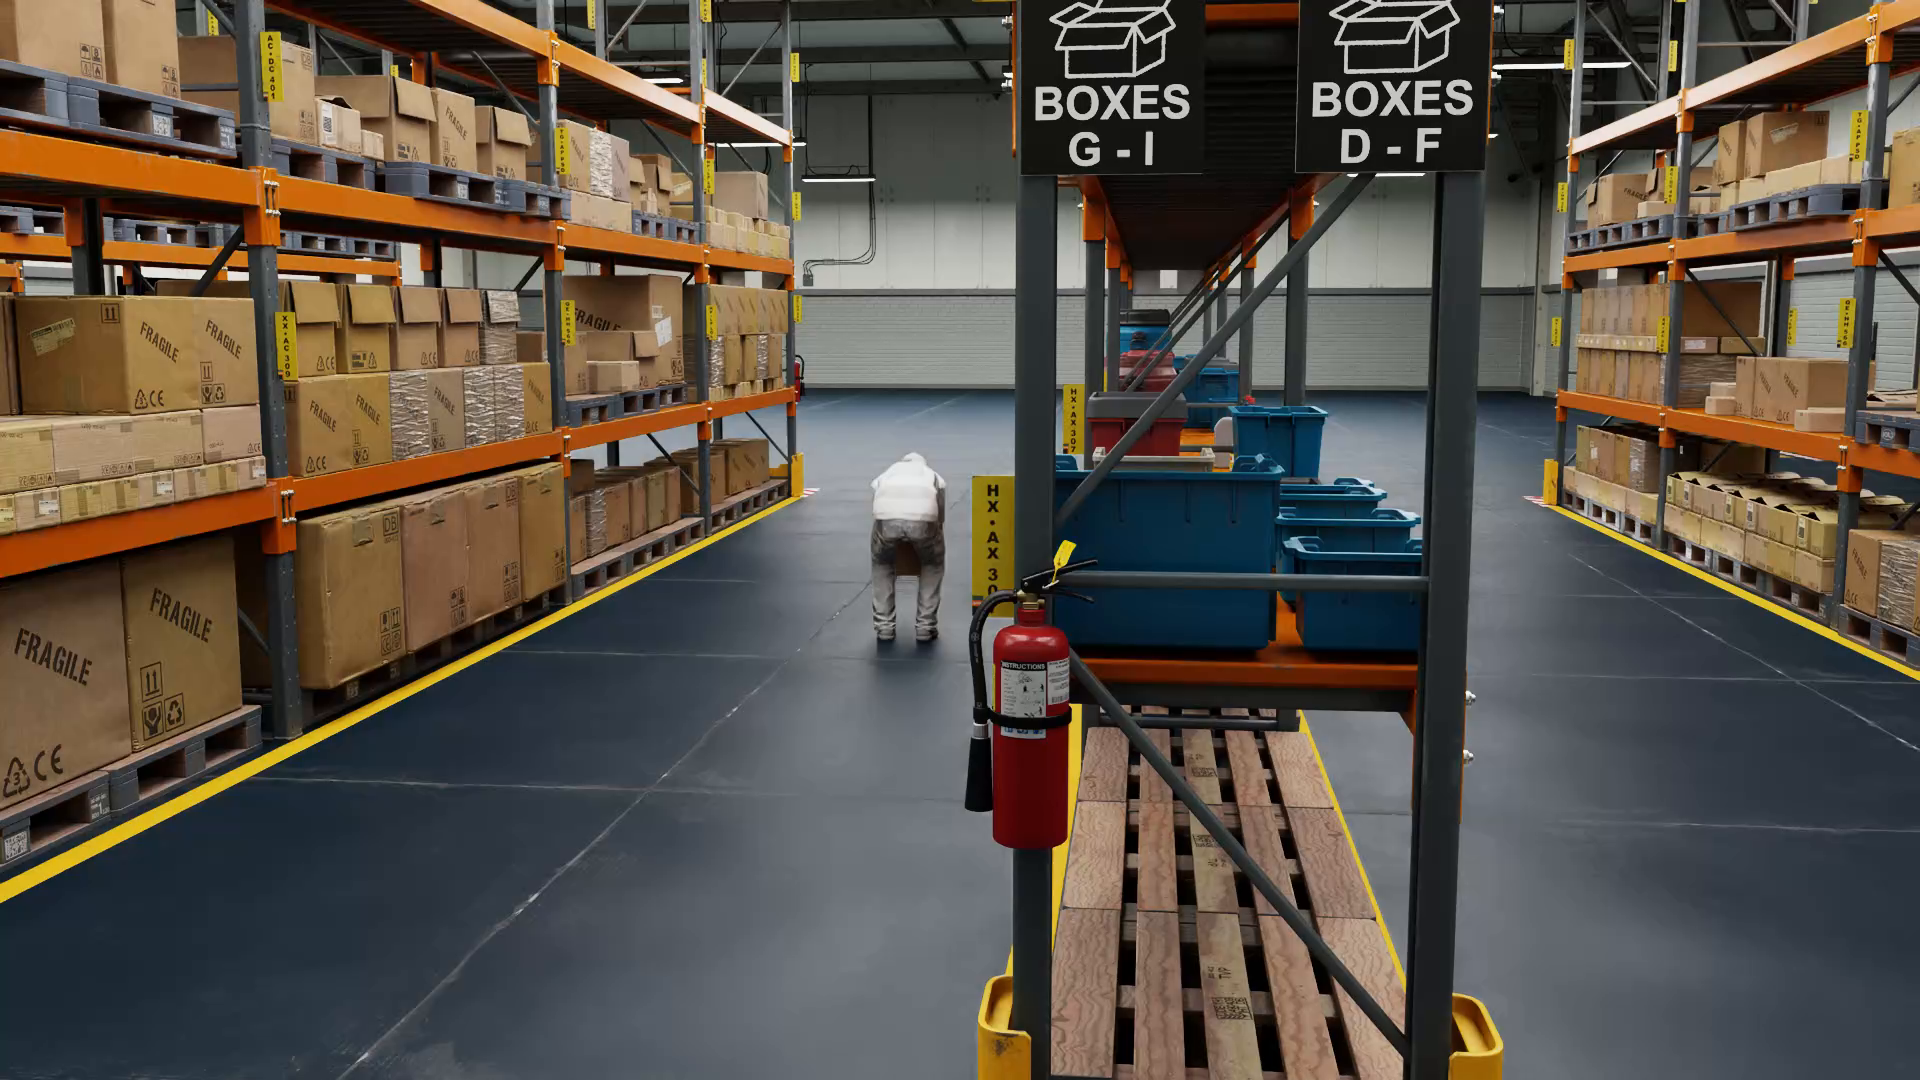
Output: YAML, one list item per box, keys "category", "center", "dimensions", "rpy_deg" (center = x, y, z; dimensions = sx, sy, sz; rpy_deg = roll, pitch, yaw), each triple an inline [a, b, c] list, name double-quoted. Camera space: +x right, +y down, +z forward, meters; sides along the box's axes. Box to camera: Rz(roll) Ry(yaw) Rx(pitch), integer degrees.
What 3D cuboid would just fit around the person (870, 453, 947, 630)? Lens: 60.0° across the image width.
- category: "person"
  center: [-0.347, 0.002, 11.209]
  dimensions: [0.519, 1.126, 0.963]
  rpy_deg: [0, 8, 4]
